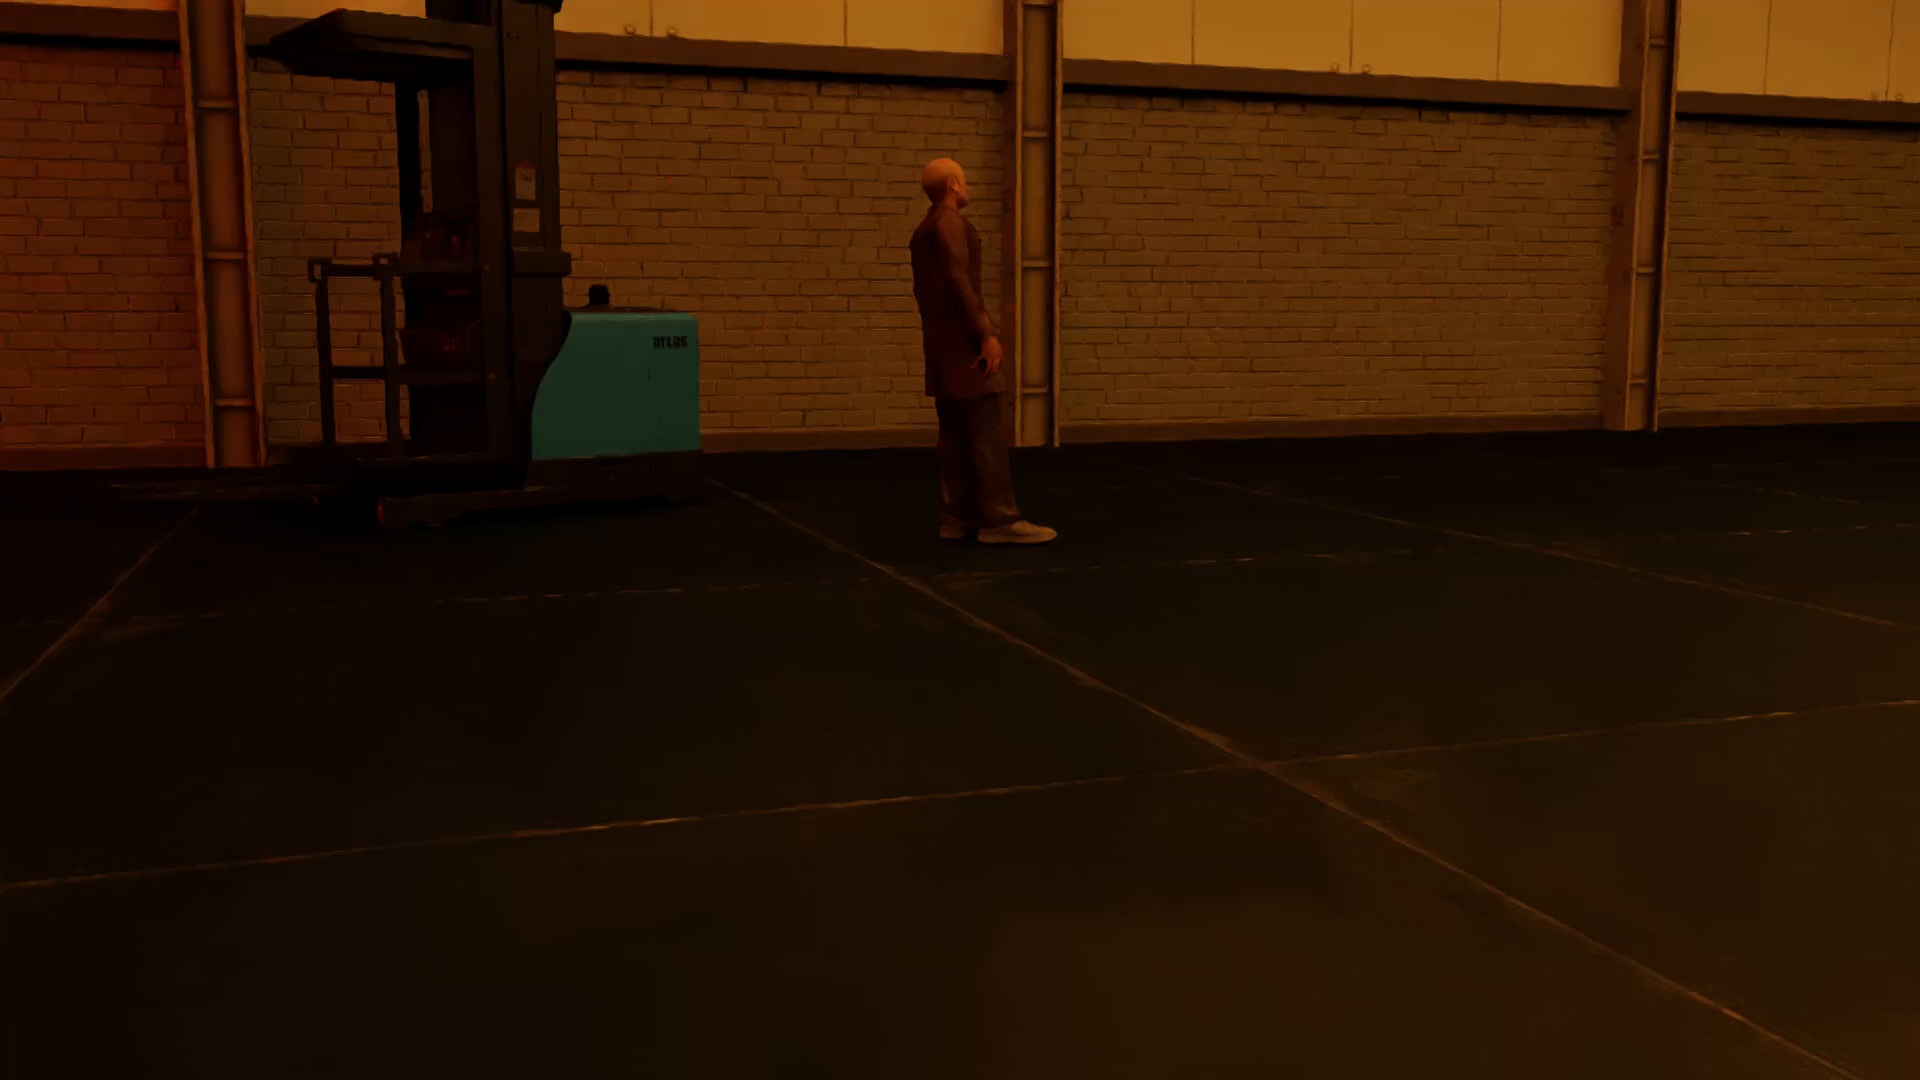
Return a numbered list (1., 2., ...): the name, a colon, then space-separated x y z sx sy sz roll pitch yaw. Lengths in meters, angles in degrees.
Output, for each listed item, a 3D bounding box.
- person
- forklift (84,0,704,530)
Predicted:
1. person: 0.088 -0.891 7.827 0.580 1.776 0.694 -3 8 -18
2. forklift: -2.917 -1.582 8.683 3.031 2.935 1.130 -6 10 -38
